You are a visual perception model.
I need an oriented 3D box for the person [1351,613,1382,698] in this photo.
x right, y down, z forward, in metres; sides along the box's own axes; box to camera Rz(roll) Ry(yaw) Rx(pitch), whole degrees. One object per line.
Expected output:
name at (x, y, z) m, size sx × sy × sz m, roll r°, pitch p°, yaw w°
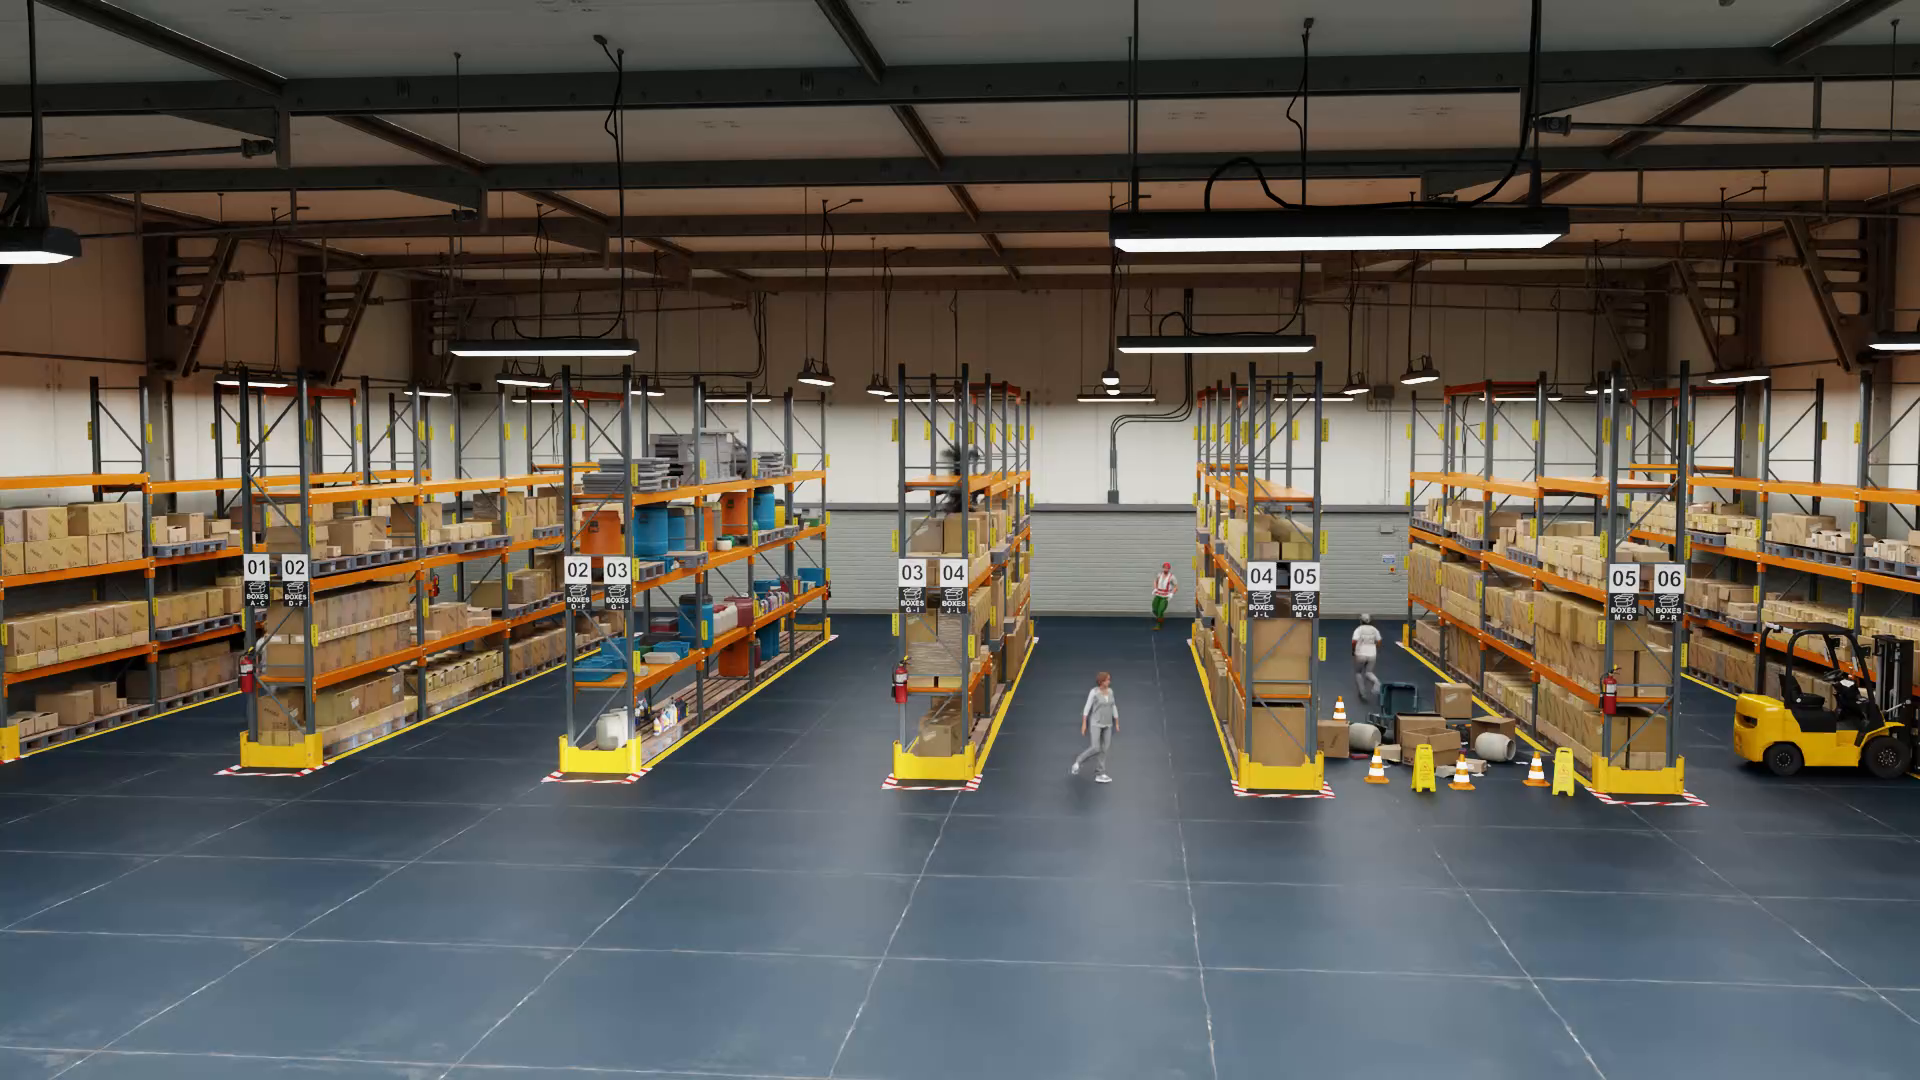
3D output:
person at (7.648, 2.195, 31.301) m, size 0.614 × 1.620 × 0.649 m, roll 0°, pitch 4°, yaw -7°

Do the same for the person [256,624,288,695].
person at (-12.065, 2.317, 29.366) m, size 0.666 × 1.727 × 0.837 m, roll -3°, pitch 5°, yaw -42°

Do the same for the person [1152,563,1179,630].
person at (5.222, 1.432, 42.258) m, size 0.721 × 1.742 × 0.583 m, roll 2°, pitch 4°, yaw 31°

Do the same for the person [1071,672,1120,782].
person at (1.941, 2.670, 23.901) m, size 0.584 × 1.580 × 0.538 m, roll -3°, pitch 5°, yaw -36°
